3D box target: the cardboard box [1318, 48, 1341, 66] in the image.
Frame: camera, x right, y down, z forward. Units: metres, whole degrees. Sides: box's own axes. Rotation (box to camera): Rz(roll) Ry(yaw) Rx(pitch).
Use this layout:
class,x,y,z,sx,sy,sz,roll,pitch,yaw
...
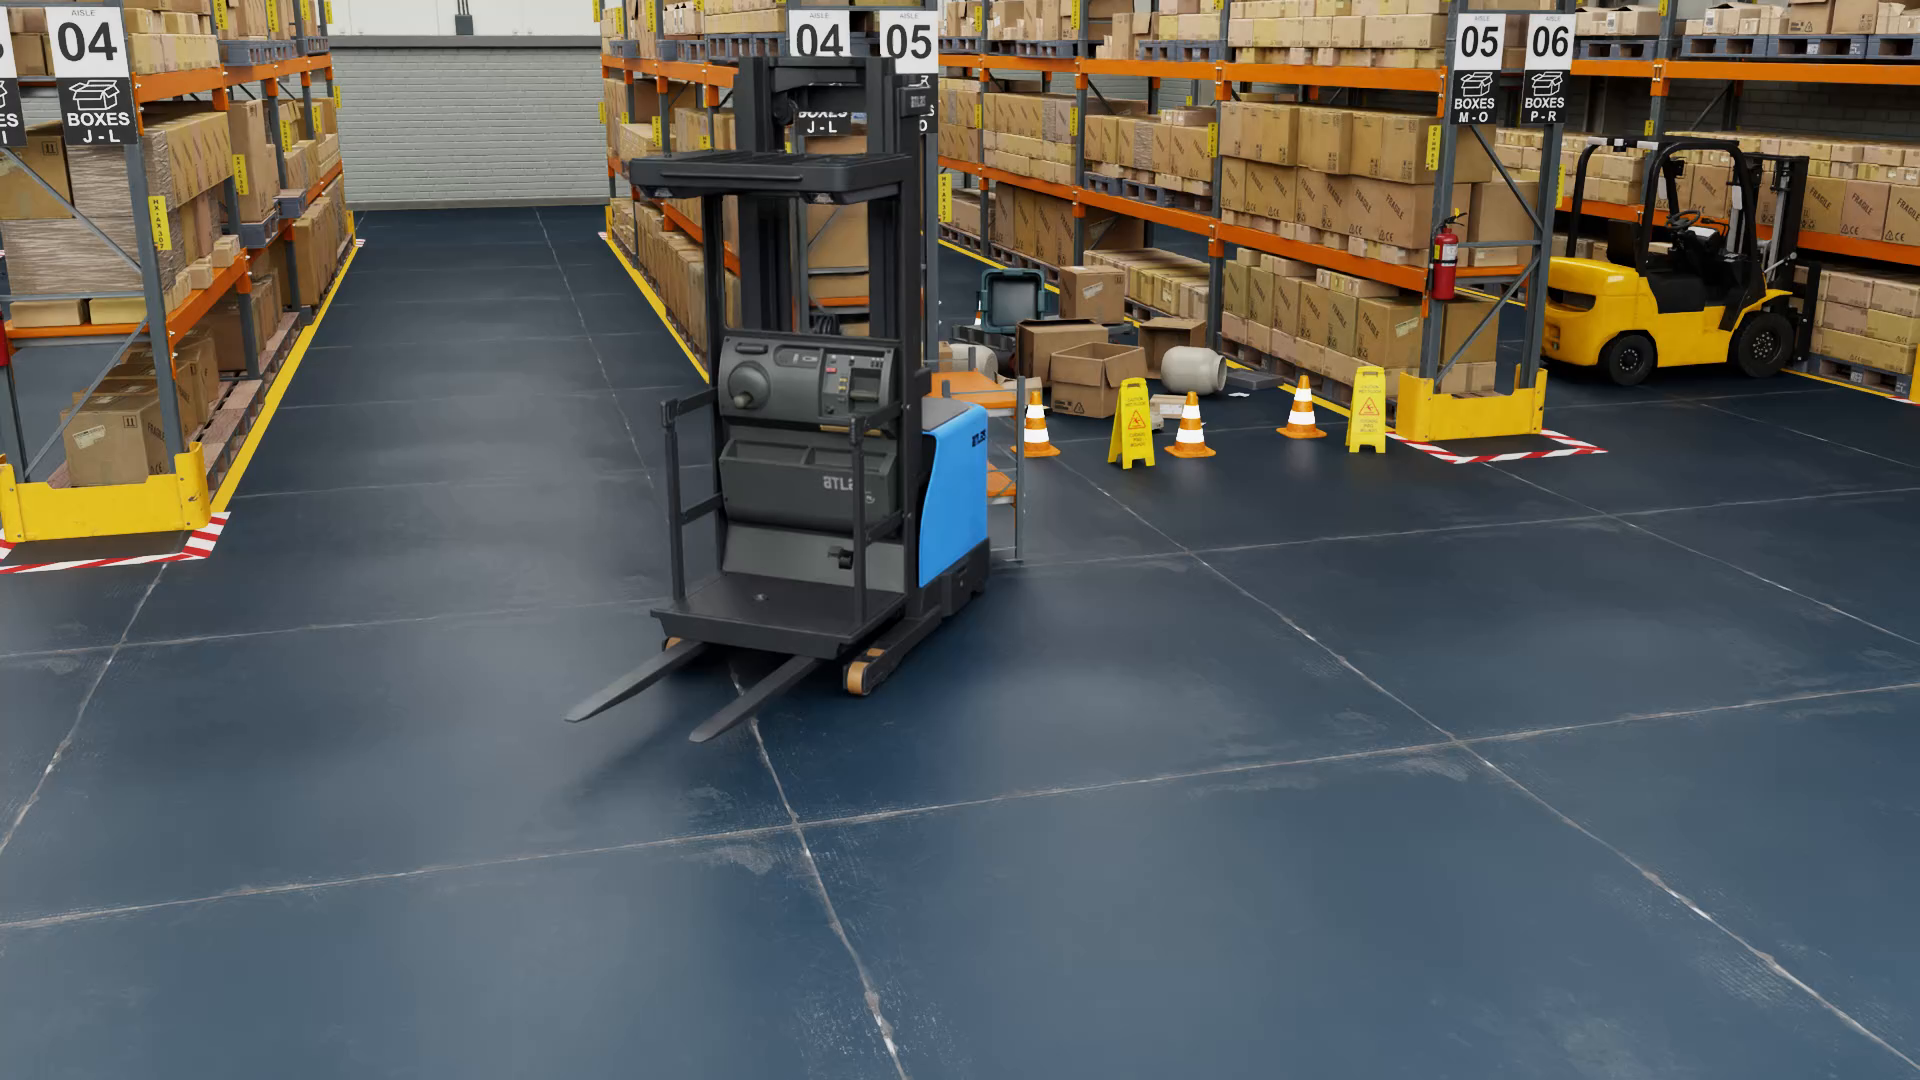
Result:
class,x,y,z,sx,sy,sz,roll,pitch,yaw
cardboard box,3.256,-4.087,14.066,0.380,0.149,0.250,-5,17,-16

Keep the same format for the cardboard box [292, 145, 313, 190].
class,x,y,z,sx,sy,sz,roll,pitch,yaw
cardboard box,-8.068,-4.467,19.935,0.500,0.500,0.500,-5,17,-16

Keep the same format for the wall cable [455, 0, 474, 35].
class,x,y,z,sx,sy,sz,roll,pitch,yaw
wall cable,-8.078,-12.165,29.717,2.277,5.999,0.120,-5,17,-15

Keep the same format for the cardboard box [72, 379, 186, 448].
class,x,y,z,sx,sy,sz,roll,pitch,yaw
cardboard box,-5.793,-0.830,11.615,0.500,0.500,0.500,0,17,-1

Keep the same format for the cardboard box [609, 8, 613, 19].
class,x,y,z,sx,sy,sz,roll,pitch,yaw
cardboard box,-4.760,-7.457,23.547,0.380,0.149,0.250,-5,17,-16

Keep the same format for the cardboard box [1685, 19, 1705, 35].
class,x,y,z,sx,sy,sz,roll,pitch,yaw
cardboard box,7.592,-5.190,16.834,0.380,0.149,0.250,-4,17,-14

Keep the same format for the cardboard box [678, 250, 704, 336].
class,x,y,z,sx,sy,sz,roll,pitch,yaw
cardboard box,-2.262,-2.515,16.792,1.050,0.750,0.750,-5,17,-15

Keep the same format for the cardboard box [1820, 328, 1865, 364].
class,x,y,z,sx,sy,sz,roll,pitch,yaw
cardboard box,8.299,-1.794,15.259,0.500,0.250,0.500,-5,17,-15

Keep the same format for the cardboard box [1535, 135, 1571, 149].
class,x,y,z,sx,sy,sz,roll,pitch,yaw
cardboard box,6.926,-4.626,19.338,0.380,0.149,0.250,-5,17,-17

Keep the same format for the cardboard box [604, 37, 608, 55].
class,x,y,z,sx,sy,sz,roll,pitch,yaw
cardboard box,-5.023,-7.353,24.765,0.500,0.250,0.500,-4,17,-13

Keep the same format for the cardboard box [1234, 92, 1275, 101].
class,x,y,z,sx,sy,sz,roll,pitch,yaw
cardboard box,4.741,-6.960,26.848,0.500,0.500,0.500,-4,17,-14

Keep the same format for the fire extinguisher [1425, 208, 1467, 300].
class,x,y,z,sx,sy,sz,roll,pitch,yaw
fire extinguisher,3.676,-2.167,12.588,0.296,0.674,0.183,-5,17,-15

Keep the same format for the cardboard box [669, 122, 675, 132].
class,x,y,z,sx,sy,sz,roll,pitch,yaw
cardboard box,-3.835,-5.520,22.923,0.500,0.500,0.500,-5,17,-16

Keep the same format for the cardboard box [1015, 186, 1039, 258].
class,x,y,z,sx,sy,sz,roll,pitch,yaw
cardboard box,1.293,-4.361,22.719,0.875,0.875,0.875,-4,17,-14

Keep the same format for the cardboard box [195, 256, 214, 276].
class,x,y,z,sx,sy,sz,roll,pitch,yaw
cardboard box,-5.800,-2.023,12.409,0.380,0.149,0.250,-5,17,-15

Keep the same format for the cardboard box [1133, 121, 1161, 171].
class,x,y,z,sx,sy,sz,roll,pitch,yaw
cardboard box,2.223,-4.305,18.150,0.500,0.500,0.500,-5,18,-17

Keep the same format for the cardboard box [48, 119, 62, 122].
class,x,y,z,sx,sy,sz,roll,pitch,yaw
cardboard box,-6.385,-2.844,12.276,0.500,0.500,0.500,-5,17,-15

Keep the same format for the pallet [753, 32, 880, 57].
class,x,y,z,sx,sy,sz,roll,pitch,yaw
pallet,-0.858,-3.452,11.669,1.003,0.211,1.213,-5,17,-15

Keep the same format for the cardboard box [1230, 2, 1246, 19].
class,x,y,z,sx,sy,sz,roll,pitch,yaw
cardboard box,2.761,-4.964,15.601,0.380,0.149,0.250,-5,17,-16

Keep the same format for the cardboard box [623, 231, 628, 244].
class,x,y,z,sx,sy,sz,roll,pitch,yaw
cardboard box,-4.661,-4.376,24.032,0.380,0.149,0.250,-5,17,-15

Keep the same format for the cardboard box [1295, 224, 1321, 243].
class,x,y,z,sx,sy,sz,roll,pitch,yaw
cardboard box,3.206,-2.724,14.744,0.380,0.149,0.250,-5,17,-15

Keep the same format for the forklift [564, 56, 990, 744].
class,x,y,z,sx,sy,sz,roll,pitch,yaw
forklift,-0.837,-0.793,7.996,1.130,2.935,3.031,6,18,20

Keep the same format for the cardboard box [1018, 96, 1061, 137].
class,x,y,z,sx,sy,sz,roll,pitch,yaw
cardboard box,1.085,-5.554,21.817,0.500,0.500,0.500,-5,17,-16

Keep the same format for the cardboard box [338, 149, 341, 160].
class,x,y,z,sx,sy,sz,roll,pitch,yaw
cardboard box,-9.423,-5.722,24.724,0.380,0.149,0.250,-4,17,-14

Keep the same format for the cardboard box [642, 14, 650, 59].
class,x,y,z,sx,sy,sz,roll,pitch,yaw
cardboard box,-3.393,-5.826,19.245,0.500,0.500,0.500,-5,17,-15

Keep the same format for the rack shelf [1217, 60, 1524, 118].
class,x,y,z,sx,sy,sz,roll,pitch,yaw
rack shelf,3.538,-3.918,14.317,1.077,0.370,4.000,-5,17,-15

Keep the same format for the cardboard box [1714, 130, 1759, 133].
class,x,y,z,sx,sy,sz,roll,pitch,yaw
cardboard box,8.138,-4.209,17.432,0.380,0.149,0.250,-5,17,-15

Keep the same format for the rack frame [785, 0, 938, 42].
class,x,y,z,sx,sy,sz,roll,pitch,yaw
rack frame,-0.644,-4.726,10.545,1.000,3.000,0.127,-5,17,-15

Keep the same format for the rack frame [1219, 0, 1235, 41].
class,x,y,z,sx,sy,sz,roll,pitch,yaw
rack frame,2.989,-6.252,15.624,1.000,3.000,0.127,-5,17,-15

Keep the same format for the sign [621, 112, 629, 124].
class,x,y,z,sx,sy,sz,roll,pitch,yaw
sign,-4.461,-5.542,22.183,0.100,0.325,0.005,-5,17,-15

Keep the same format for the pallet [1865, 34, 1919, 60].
class,x,y,z,sx,sy,sz,roll,pitch,yaw
pallet,8.690,-4.258,14.353,1.003,0.211,1.213,-5,17,-15

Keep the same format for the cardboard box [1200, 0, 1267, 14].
class,x,y,z,sx,sy,sz,roll,pitch,yaw
cardboard box,2.707,-5.335,16.445,0.500,0.250,0.500,-4,17,-14

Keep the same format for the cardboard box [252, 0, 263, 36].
class,x,y,z,sx,sy,sz,roll,pitch,yaw
cardboard box,-7.116,-5.173,16.201,0.500,0.500,0.500,-5,17,-15

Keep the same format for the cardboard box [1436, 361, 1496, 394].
class,x,y,z,sx,sy,sz,roll,pitch,yaw
cardboard box,4.132,-1.402,13.954,0.500,0.250,0.500,-5,17,-16

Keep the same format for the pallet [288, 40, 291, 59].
class,x,y,z,sx,sy,sz,roll,pitch,yaw
pallet,-8.177,-5.531,18.766,1.003,0.211,1.213,-4,17,-13

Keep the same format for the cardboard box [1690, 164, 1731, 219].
class,x,y,z,sx,sy,sz,roll,pitch,yaw
cardboard box,7.790,-3.534,16.830,0.500,0.500,0.500,-4,17,-14

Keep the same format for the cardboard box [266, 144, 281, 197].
class,x,y,z,sx,sy,sz,roll,pitch,yaw
cardboard box,-7.203,-3.658,16.513,0.700,0.500,0.500,-2,17,-7

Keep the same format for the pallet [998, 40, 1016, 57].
class,x,y,z,sx,sy,sz,roll,pitch,yaw
pallet,1.089,-6.687,22.618,0.805,0.209,1.217,-5,18,-17

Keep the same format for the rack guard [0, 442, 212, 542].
class,x,y,z,sx,sy,sz,roll,pitch,yaw
rack guard,-5.461,-0.313,10.625,1.175,0.500,0.348,-5,17,-15

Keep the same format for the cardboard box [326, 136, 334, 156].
class,x,y,z,sx,sy,sz,roll,pitch,yaw
cardboard box,-9.170,-5.591,23.595,0.500,0.250,0.500,-5,18,-17

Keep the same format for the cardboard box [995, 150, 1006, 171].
class,x,y,z,sx,sy,sz,roll,pitch,yaw
cardboard box,0.801,-5.234,22.925,0.500,0.250,0.500,-5,17,-17

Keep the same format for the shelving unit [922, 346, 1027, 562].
class,x,y,z,sx,sy,sz,roll,pitch,yaw
shelving unit,-0.002,-0.541,10.296,0.538,1.125,1.048,-5,17,-15

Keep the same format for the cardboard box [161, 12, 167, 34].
class,x,y,z,sx,sy,sz,roll,pitch,yaw
cardboard box,-5.816,-3.638,11.704,0.380,0.149,0.250,-5,18,-17

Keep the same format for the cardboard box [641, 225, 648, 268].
class,x,y,z,sx,sy,sz,roll,pitch,yaw
cardboard box,-3.846,-3.805,21.520,0.500,0.500,0.500,-4,17,-13

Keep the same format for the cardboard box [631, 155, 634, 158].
class,x,y,z,sx,sy,sz,roll,pitch,yaw
cardboard box,-3.845,-4.677,20.516,0.380,0.149,0.250,-6,18,-18

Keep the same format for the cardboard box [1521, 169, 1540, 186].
class,x,y,z,sx,sy,sz,roll,pitch,yaw
cardboard box,6.970,-4.240,19.614,0.500,0.250,0.500,-4,17,-13

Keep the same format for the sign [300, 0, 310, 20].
class,x,y,z,sx,sy,sz,roll,pitch,yaw
sign,-8.219,-6.689,20.846,0.100,0.325,0.005,-5,17,-15

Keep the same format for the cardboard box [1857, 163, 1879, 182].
class,x,y,z,sx,sy,sz,roll,pitch,yaw
cardboard box,8.326,-3.313,14.965,0.380,0.149,0.250,-5,17,-16

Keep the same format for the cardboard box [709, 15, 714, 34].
class,x,y,z,sx,sy,sz,roll,pitch,yaw
cardboard box,-1.897,-4.326,13.958,0.380,0.149,0.250,-5,17,-15

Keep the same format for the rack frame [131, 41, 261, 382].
class,x,y,z,sx,sy,sz,roll,pitch,yaw
rack frame,-6.540,-2.596,13.879,1.000,3.000,0.127,-5,17,-15

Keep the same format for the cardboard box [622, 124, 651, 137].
class,x,y,z,sx,sy,sz,roll,pitch,yaw
cardboard box,-4.193,-5.316,21.609,0.380,0.149,0.250,-4,17,-14

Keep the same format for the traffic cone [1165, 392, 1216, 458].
class,x,y,z,sx,sy,sz,roll,pitch,yaw
traffic cone,1.756,-0.893,12.620,0.336,0.463,0.334,-5,17,-15

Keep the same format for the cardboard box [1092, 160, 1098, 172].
class,x,y,z,sx,sy,sz,roll,pitch,yaw
cardboard box,1.800,-4.462,19.798,0.380,0.149,0.250,-6,18,-18

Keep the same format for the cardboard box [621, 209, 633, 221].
class,x,y,z,sx,sy,sz,roll,pitch,yaw
cardboard box,-4.719,-4.726,24.163,0.380,0.149,0.250,-5,18,-17

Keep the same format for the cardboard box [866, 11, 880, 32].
class,x,y,z,sx,sy,sz,roll,pitch,yaw
cardboard box,-0.430,-3.539,11.338,0.380,0.149,0.250,-5,17,-15
